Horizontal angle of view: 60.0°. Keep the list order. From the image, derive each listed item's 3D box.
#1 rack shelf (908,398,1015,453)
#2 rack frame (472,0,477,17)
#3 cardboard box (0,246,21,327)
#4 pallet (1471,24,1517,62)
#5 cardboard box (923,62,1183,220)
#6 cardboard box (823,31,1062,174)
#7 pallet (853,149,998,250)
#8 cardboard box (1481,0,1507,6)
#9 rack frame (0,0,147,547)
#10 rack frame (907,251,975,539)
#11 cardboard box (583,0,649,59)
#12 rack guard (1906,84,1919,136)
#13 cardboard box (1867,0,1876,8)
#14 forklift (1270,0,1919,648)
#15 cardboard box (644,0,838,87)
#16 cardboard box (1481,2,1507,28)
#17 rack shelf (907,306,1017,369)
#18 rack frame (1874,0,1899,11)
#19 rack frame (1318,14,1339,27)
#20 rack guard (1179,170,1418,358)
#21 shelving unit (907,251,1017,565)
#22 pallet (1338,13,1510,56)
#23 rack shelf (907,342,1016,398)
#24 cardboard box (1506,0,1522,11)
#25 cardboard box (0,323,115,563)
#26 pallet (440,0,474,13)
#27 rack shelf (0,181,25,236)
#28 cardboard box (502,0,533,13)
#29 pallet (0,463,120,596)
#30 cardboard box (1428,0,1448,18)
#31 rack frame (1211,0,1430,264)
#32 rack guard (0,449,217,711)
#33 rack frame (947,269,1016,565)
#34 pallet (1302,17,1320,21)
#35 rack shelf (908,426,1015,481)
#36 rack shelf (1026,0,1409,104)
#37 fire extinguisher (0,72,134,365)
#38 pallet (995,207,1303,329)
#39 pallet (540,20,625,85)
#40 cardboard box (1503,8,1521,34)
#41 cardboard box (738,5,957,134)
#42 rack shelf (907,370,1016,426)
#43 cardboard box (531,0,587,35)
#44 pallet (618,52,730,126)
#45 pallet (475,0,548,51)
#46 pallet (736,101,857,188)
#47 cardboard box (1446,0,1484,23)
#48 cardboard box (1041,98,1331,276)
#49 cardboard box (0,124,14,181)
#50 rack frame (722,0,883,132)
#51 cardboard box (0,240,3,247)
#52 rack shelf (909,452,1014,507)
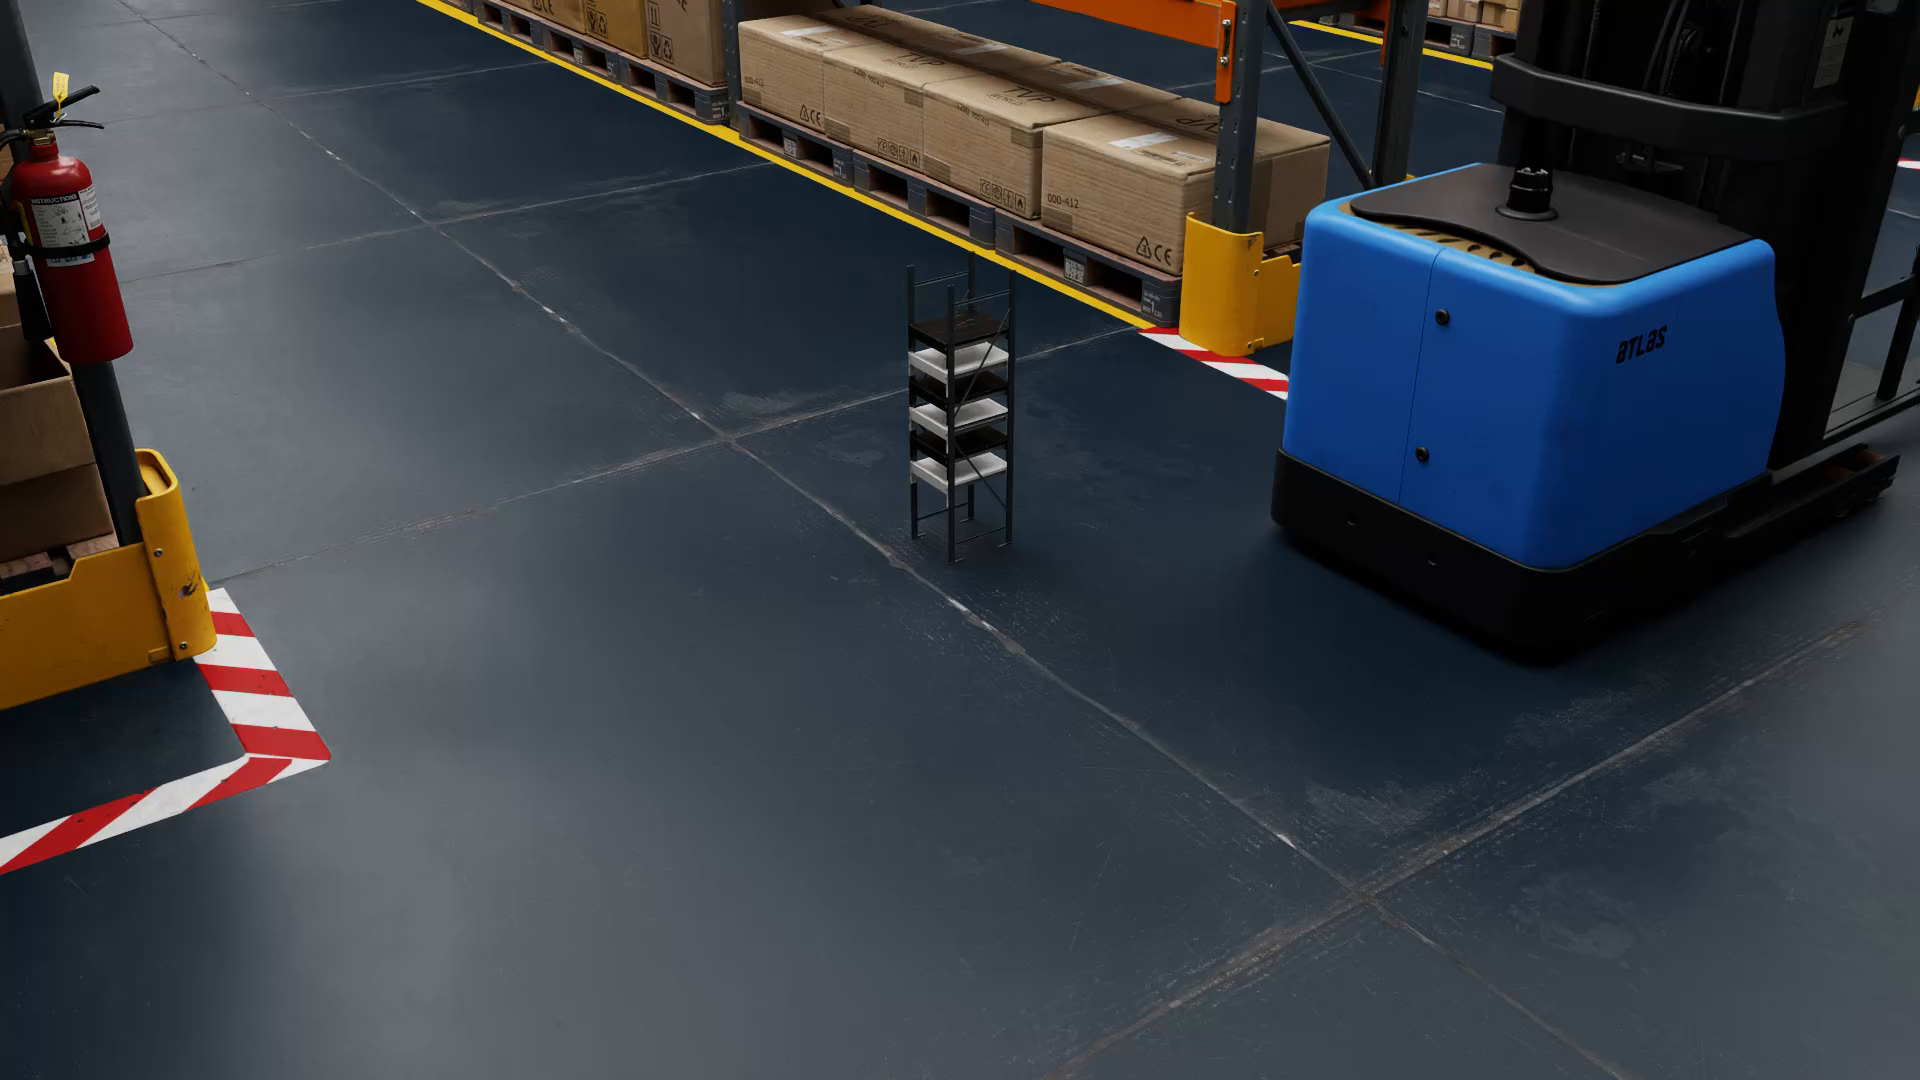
[{"bbox_3d":[0.005,-0.363,5.045,0.258,0.077,0.200,-19,34,-31],"label":"rack shelf"},{"bbox_3d":[-3.211,-5.375,12.005,1.000,3.000,0.127,-19,34,-31],"label":"rack frame"},{"bbox_3d":[-3.354,-0.583,5.359,0.700,0.500,0.500,-17,33,-29],"label":"cardboard box"},{"bbox_3d":[4.213,-3.279,11.066,1.003,0.211,1.213,-19,34,-31],"label":"pallet"},{"bbox_3d":[0.427,-1.906,7.862,0.875,0.438,0.875,-18,33,-29],"label":"cardboard box"},{"bbox_3d":[-0.095,-2.257,8.508,0.875,0.438,0.875,-20,34,-32],"label":"cardboard box"},{"bbox_3d":[0.198,-1.803,8.349,1.003,0.211,1.213,-19,34,-31],"label":"pallet"},{"bbox_3d":[3.717,-3.685,11.128,0.380,0.149,0.250,-17,33,-28],"label":"cardboard box"},{"bbox_3d":[-2.612,-0.890,3.745,1.000,3.000,0.127,-19,34,-31],"label":"rack frame"},{"bbox_3d":[-0.054,-0.432,5.102,0.240,0.900,0.006,-19,34,-31],"label":"rack frame"},{"bbox_3d":[-1.846,-3.639,10.594,0.875,0.875,0.875,-18,33,-29],"label":"cardboard box"},{"bbox_3d":[5.359,-2.606,9.525,1.175,0.500,0.348,-19,34,-31],"label":"rack guard"},{"bbox_3d":[5.375,-3.166,9.860,0.380,0.149,0.250,-21,35,-33],"label":"cardboard box"},{"bbox_3d":[2.463,-1.542,5.018,3.031,2.935,1.130,-20,34,-32],"label":"forklift"},{"bbox_3d":[-1.316,-3.290,9.951,0.875,0.875,0.875,-18,33,-29],"label":"cardboard box"},{"bbox_3d":[3.745,-3.566,11.220,0.380,0.149,0.250,-20,35,-33],"label":"cardboard box"},{"bbox_3d":[0.005,-0.600,4.916,0.258,0.077,0.200,-19,34,-31],"label":"rack shelf"},{"bbox_3d":[5.403,-3.675,8.874,1.000,3.000,0.127,-19,34,-31],"label":"rack frame"},{"bbox_3d":[3.082,-5.230,11.737,1.000,3.000,0.127,-19,34,-31],"label":"rack frame"},{"bbox_3d":[1.443,-1.157,6.857,1.175,0.500,0.348,-19,34,-31],"label":"rack guard"},{"bbox_3d":[0.005,-0.392,5.029,0.258,0.900,0.210,-19,34,-31],"label":"shelving unit"},{"bbox_3d":[3.501,-3.753,11.940,1.003,0.211,1.213,-19,34,-31],"label":"pallet"},{"bbox_3d":[0.005,-0.521,4.959,0.258,0.077,0.200,-19,34,-31],"label":"rack shelf"},{"bbox_3d":[3.812,-3.570,10.916,0.380,0.149,0.250,-19,34,-31],"label":"cardboard box"},{"bbox_3d":[-2.890,-0.241,4.727,0.797,0.503,0.637,-20,34,-33],"label":"cardboard box"},{"bbox_3d":[-3.664,-4.454,13.230,1.003,0.211,1.213,-19,34,-31],"label":"pallet"},{"bbox_3d":[-3.772,-1.351,5.349,1.077,0.370,4.000,-19,34,-31],"label":"rack shelf"},{"bbox_3d":[-2.878,-4.335,11.875,0.875,0.875,0.875,-19,34,-31],"label":"cardboard box"},{"bbox_3d":[-3.119,-0.003,5.035,1.003,0.211,1.213,-19,34,-31],"label":"pallet"},{"bbox_3d":[3.373,-3.745,11.551,0.380,0.149,0.250,-19,34,-31],"label":"cardboard box"},{"bbox_3d":[1.429,-2.265,6.278,1.000,3.000,0.127,-19,34,-31],"label":"rack frame"},{"bbox_3d":[-2.656,0.179,4.396,1.175,0.500,0.348,-19,34,-31],"label":"rack guard"},{"bbox_3d":[0.064,-0.353,4.957,0.240,0.900,0.006,-19,34,-31],"label":"rack frame"},{"bbox_3d":[2.630,-4.307,12.959,1.003,0.211,1.213,-19,34,-31],"label":"pallet"},{"bbox_3d":[0.005,-0.284,5.088,0.258,0.077,0.200,-19,34,-31],"label":"rack shelf"},{"bbox_3d":[0.269,-2.727,7.881,1.077,0.370,4.000,-19,34,-31],"label":"rack shelf"},{"bbox_3d":[-2.150,-0.763,3.983,0.296,0.674,0.183,-19,34,-31],"label":"fire extinguisher"},{"bbox_3d":[0.901,-1.329,7.476,1.003,0.211,1.213,-19,34,-31],"label":"pallet"},{"bbox_3d":[-2.112,-3.349,11.195,1.003,0.211,1.213,-19,34,-31],"label":"pallet"},{"bbox_3d":[3.818,-3.438,10.985,0.380,0.149,0.250,-20,34,-32],"label":"cardboard box"},{"bbox_3d":[-0.614,-2.605,9.149,0.875,0.438,0.875,-19,34,-31],"label":"cardboard box"},{"bbox_3d":[0.005,-0.442,5.002,0.258,0.077,0.200,-19,34,-31],"label":"rack shelf"},{"bbox_3d":[-2.364,-3.987,11.234,0.875,0.875,0.875,-18,33,-30],"label":"cardboard box"},{"bbox_3d":[-1.400,-2.874,10.321,1.003,0.211,1.213,-19,34,-31],"label":"pallet"},{"bbox_3d":[-2.816,-3.823,12.067,1.003,0.211,1.213,-19,34,-31],"label":"pallet"},{"bbox_3d":[-0.514,-2.278,9.223,1.003,0.211,1.213,-19,34,-31],"label":"pallet"},{"bbox_3d":[3.561,-3.661,11.395,0.380,0.149,0.250,-20,34,-32],"label":"cardboard box"},{"bbox_3d":[0.965,-1.553,7.211,0.875,0.438,0.875,-20,34,-32],"label":"cardboard box"},{"bbox_3d":[-2.579,-0.983,4.180,0.380,0.149,0.250,-19,34,-31],"label":"cardboard box"},{"bbox_3d":[-0.891,-3.820,9.141,1.000,3.000,0.127,-19,34,-31],"label":"rack frame"},{"bbox_3d":[-3.579,-0.816,5.789,0.500,0.500,0.500,-18,33,-30],"label":"cardboard box"},{"bbox_3d":[0.005,-0.205,5.131,0.258,0.077,0.200,-19,34,-31],"label":"rack shelf"}]
